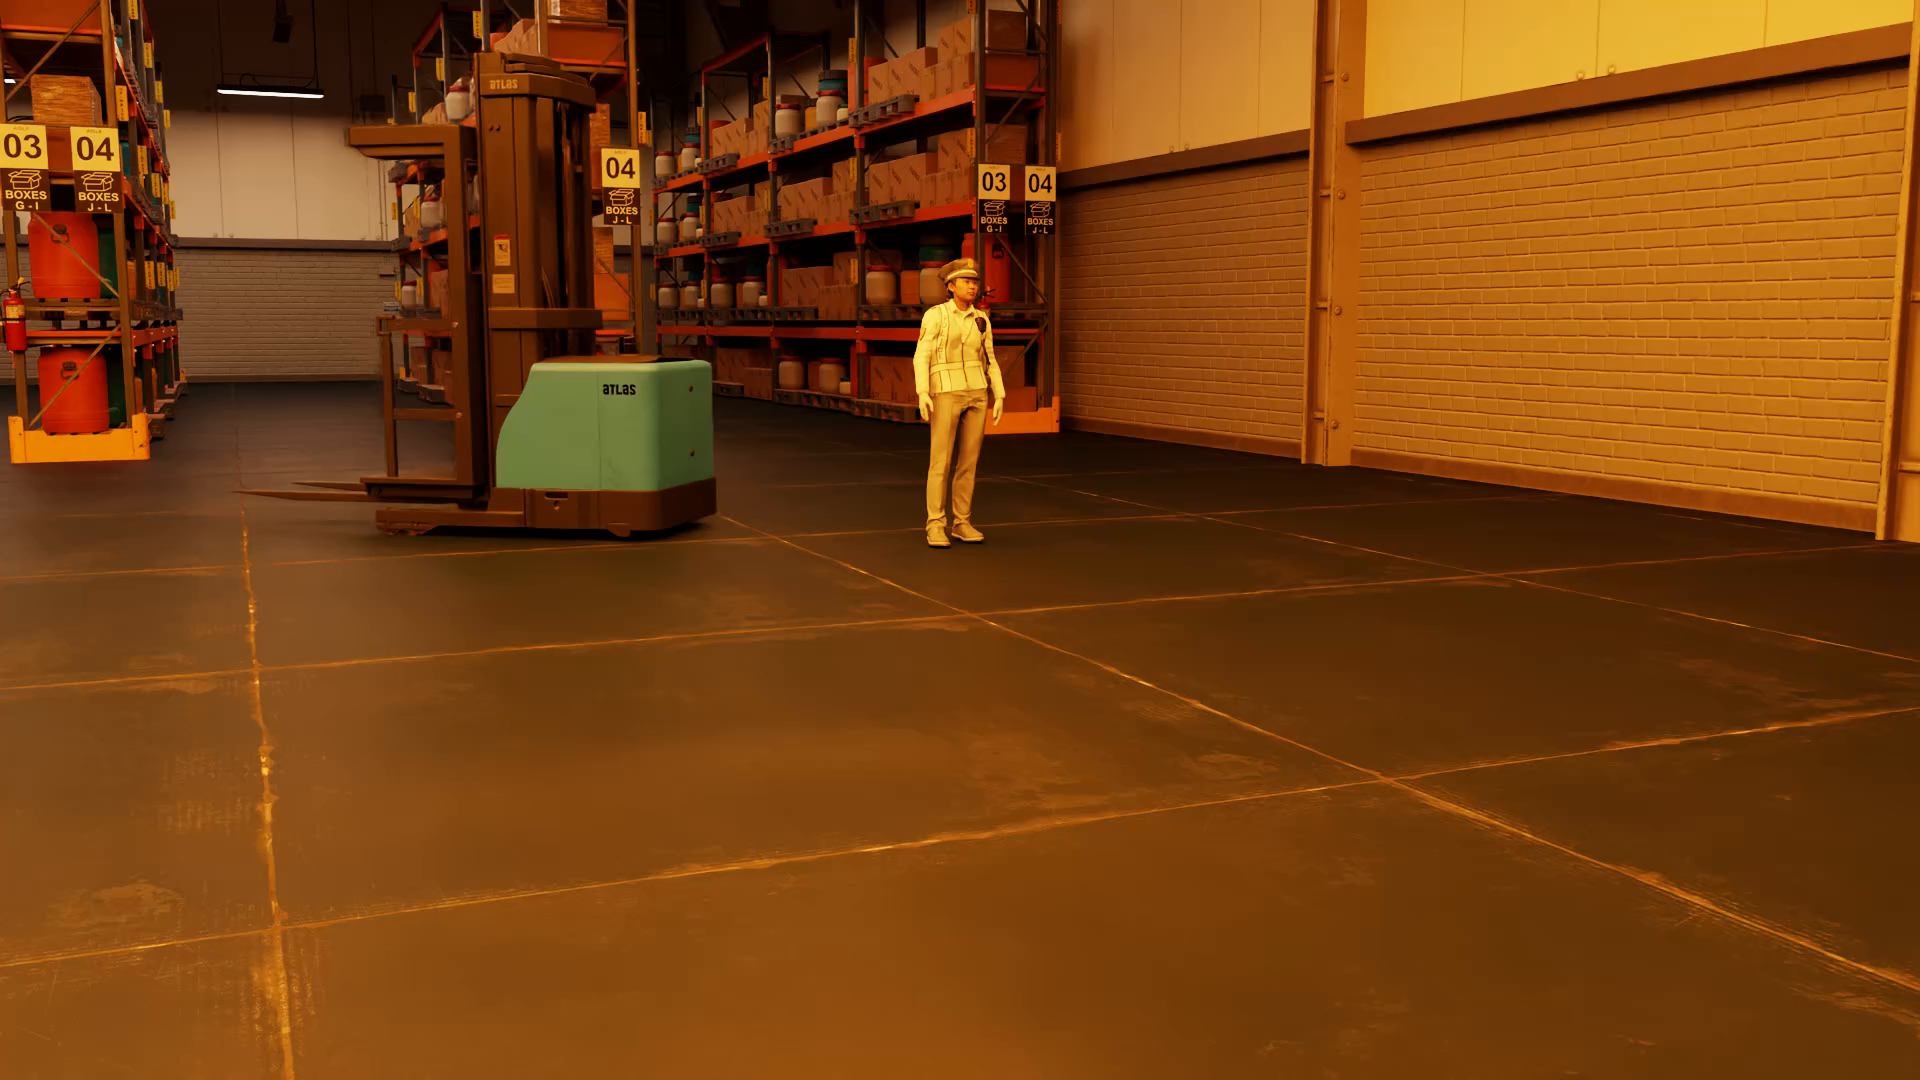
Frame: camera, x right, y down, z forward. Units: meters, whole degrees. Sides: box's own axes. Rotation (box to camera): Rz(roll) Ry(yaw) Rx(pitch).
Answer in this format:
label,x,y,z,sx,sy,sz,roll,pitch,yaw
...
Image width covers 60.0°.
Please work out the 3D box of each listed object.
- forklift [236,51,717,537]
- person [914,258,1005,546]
label,x,y,z,sx,sy,sz,roll,pitch,yaw
forklift,-3.173,-1.545,10.662,3.031,2.935,1.130,2,8,13
person,0.021,-0.838,9.977,0.587,1.694,0.530,-3,8,-23
